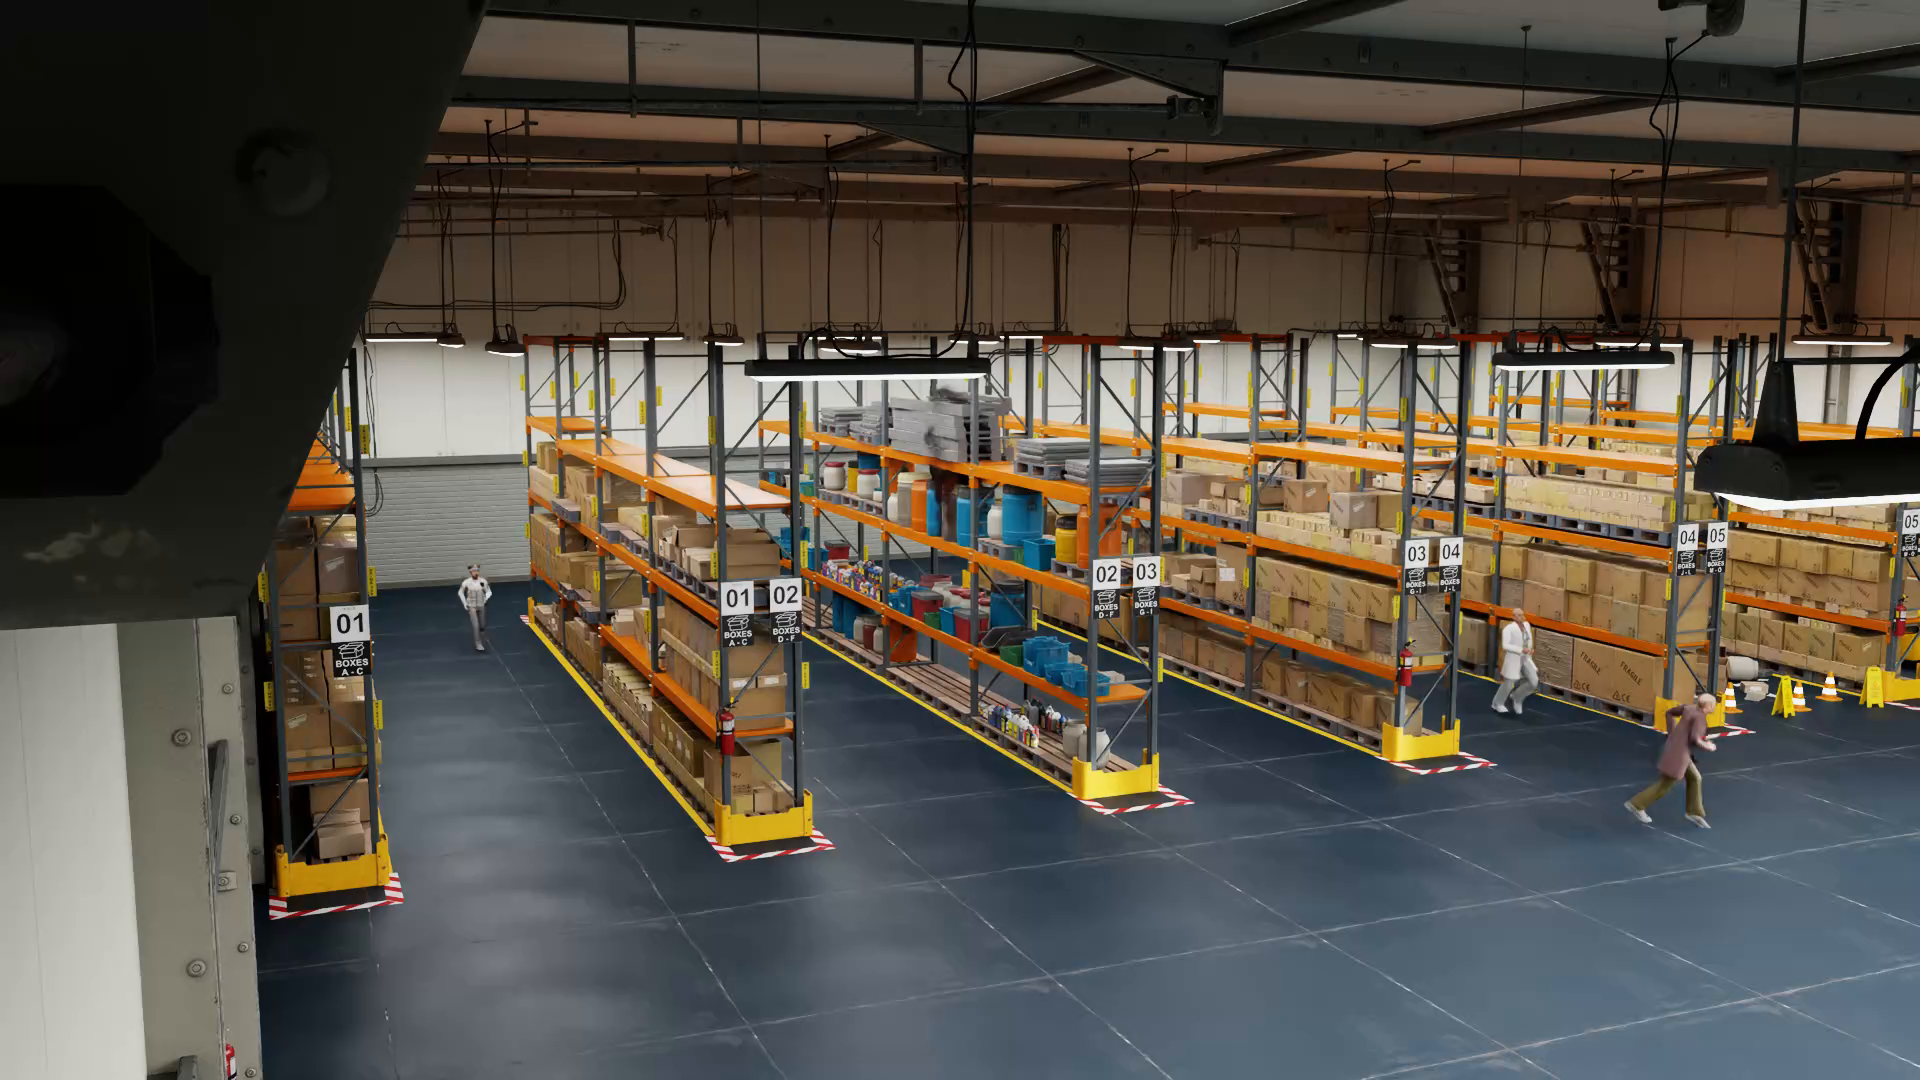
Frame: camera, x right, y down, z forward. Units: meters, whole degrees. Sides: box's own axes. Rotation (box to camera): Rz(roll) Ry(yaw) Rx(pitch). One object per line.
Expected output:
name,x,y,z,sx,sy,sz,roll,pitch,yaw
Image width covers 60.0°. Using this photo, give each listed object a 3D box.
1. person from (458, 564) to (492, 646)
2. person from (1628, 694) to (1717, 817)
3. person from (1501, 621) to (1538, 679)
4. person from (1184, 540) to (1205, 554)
person,-9.287,1.241,31.901,0.613,1.598,0.623,-4,8,-26
person,8.886,2.677,20.758,0.995,1.566,0.755,1,8,5
person,8.903,1.737,26.447,0.733,0.936,0.601,-3,8,-20
person,5.882,0.117,41.615,0.784,1.441,0.696,-5,9,-32
